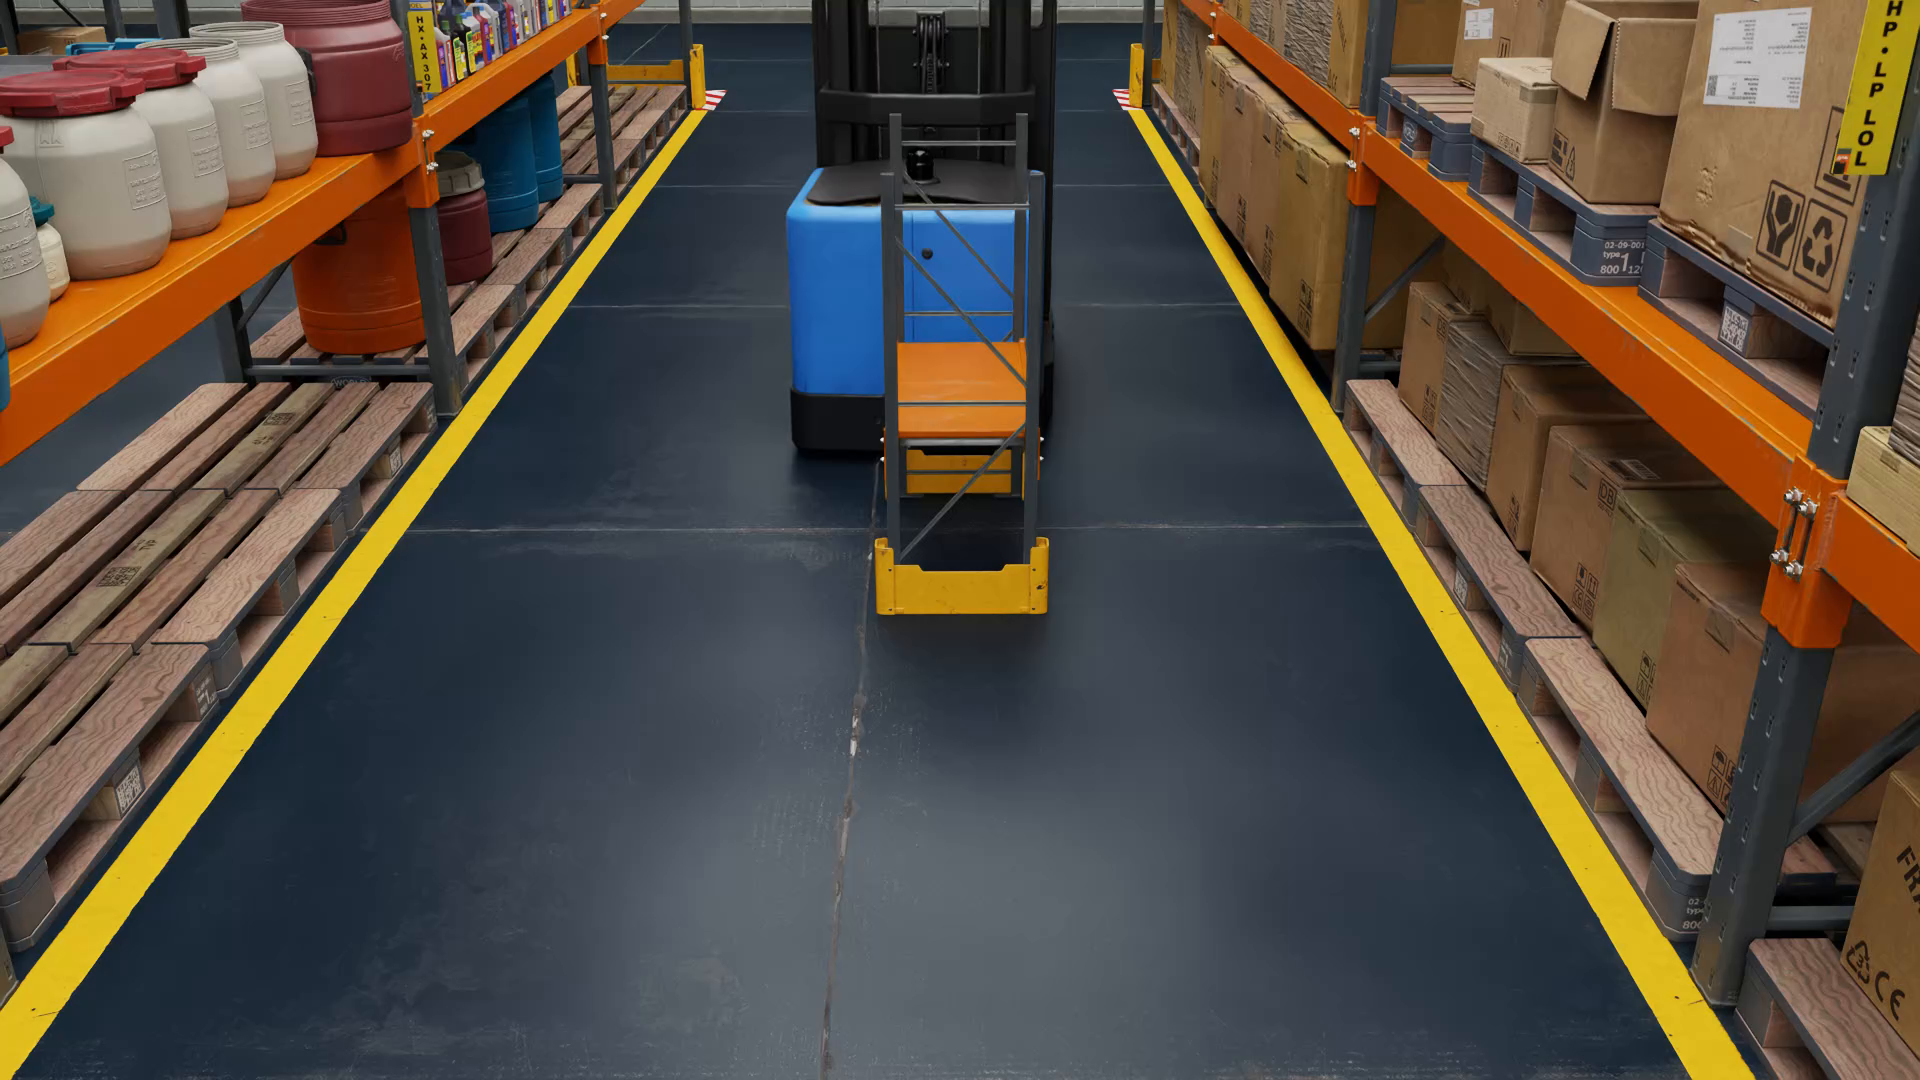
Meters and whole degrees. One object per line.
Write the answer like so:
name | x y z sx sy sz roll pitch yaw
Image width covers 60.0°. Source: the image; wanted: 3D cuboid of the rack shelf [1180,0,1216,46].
rack shelf | 2.127 -4.102 12.552 1.077 0.370 4.000 0 24 -1

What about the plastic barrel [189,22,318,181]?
plastic barrel | -2.536 -1.563 5.930 0.421 0.512 0.421 0 24 0

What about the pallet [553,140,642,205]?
pallet | -2.851 -2.615 11.776 1.003 0.211 1.213 0 24 -1

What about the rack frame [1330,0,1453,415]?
rack frame | 2.192 -1.957 6.937 1.000 3.000 0.127 0 24 -1

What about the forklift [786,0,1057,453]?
forklift | -0.098 -2.258 7.686 1.130 2.935 3.031 1 24 3

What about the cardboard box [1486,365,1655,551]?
cardboard box | 2.251 -0.280 5.729 0.700 0.500 0.500 2 24 4

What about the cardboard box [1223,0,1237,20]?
cardboard box | 1.903 -3.460 10.139 0.500 0.500 0.500 0 24 0

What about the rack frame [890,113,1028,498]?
rack frame | -0.005 -0.858 6.326 0.500 1.500 0.032 0 24 -1

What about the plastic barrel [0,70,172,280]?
plastic barrel | -2.516 -1.046 4.758 0.433 0.535 0.433 0 24 0

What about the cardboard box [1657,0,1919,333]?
cardboard box | 2.367 -1.101 3.808 1.000 1.000 1.000 0 24 0

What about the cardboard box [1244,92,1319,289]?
cardboard box | 2.203 -1.832 8.729 1.225 0.875 0.875 0 24 0

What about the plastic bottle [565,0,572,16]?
plastic bottle | -2.477 -3.365 10.202 0.152 0.276 0.135 0 24 -1

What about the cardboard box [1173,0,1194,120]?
cardboard box | 2.202 -3.838 13.166 0.875 0.875 0.875 0 24 -1

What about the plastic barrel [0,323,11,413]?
plastic barrel | -2.418 -0.675 3.495 0.600 0.901 0.708 0 24 -1

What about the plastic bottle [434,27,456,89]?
plastic bottle | -2.447 -2.249 7.732 0.152 0.276 0.135 0 24 -1

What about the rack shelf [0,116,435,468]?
rack shelf | -2.739 -0.783 5.214 1.077 0.370 4.000 0 24 -1

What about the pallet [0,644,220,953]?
pallet | -2.764 0.661 4.533 1.003 0.211 1.213 0 24 -1

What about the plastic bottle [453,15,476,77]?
plastic bottle | -2.405 -2.402 8.064 0.061 0.283 0.133 0 24 -1

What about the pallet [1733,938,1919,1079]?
pallet | 2.278 1.238 3.256 1.003 0.211 1.213 0 24 -1

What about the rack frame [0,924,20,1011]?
rack frame | -2.717 -0.286 3.243 1.000 3.000 0.127 0 24 -1

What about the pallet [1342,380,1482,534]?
pallet | 2.199 -0.364 6.800 1.003 0.211 1.213 0 24 -1

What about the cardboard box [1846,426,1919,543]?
cardboard box | 1.937 -0.104 3.145 0.380 0.149 0.250 0 24 -1

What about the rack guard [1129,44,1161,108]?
rack guard | 2.105 -4.124 14.763 1.175 0.500 0.348 0 24 -1

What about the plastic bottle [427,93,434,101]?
plastic bottle | -2.416 -2.104 7.418 0.097 0.271 0.097 0 24 0

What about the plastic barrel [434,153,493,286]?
plastic barrel | -2.795 -1.694 8.773 0.600 0.588 0.708 0 24 -1

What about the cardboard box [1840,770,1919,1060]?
cardboard box | 2.200 0.804 3.356 0.500 0.500 0.500 -1 24 -2

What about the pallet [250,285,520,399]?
pallet | -2.811 -0.989 8.180 1.003 0.211 1.213 0 24 -1

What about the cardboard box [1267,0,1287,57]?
cardboard box | 1.926 -2.834 8.754 0.500 0.500 0.500 0 24 0

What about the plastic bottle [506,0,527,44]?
plastic bottle | -2.463 -2.856 9.076 0.152 0.276 0.135 0 24 -1

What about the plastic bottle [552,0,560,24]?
plastic bottle | -2.473 -3.215 9.869 0.152 0.276 0.135 0 24 -1

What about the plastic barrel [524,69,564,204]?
plastic barrel | -2.815 -2.594 10.382 0.600 0.901 0.708 0 24 -1

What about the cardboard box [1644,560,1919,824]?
cardboard box | 2.251 0.377 4.277 0.700 0.500 0.500 -2 24 -5

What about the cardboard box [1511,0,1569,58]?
cardboard box | 2.344 -1.742 5.831 0.700 0.500 0.500 3 25 7

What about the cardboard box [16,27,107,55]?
cardboard box | -7.549 -4.049 14.062 0.500 0.500 0.500 0 24 -1

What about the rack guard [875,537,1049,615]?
rack guard | 0.006 0.123 5.675 0.587 0.250 0.087 0 24 -1

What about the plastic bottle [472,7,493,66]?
plastic bottle | -2.409 -2.538 8.362 0.061 0.283 0.133 0 24 -1

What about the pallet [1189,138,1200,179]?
pallet | 2.218 -2.648 11.850 1.003 0.211 1.213 0 24 -1

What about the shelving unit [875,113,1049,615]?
shelving unit | 0.001 -0.652 5.871 0.587 1.500 1.083 0 24 -1

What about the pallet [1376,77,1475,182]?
pallet | 2.306 -1.576 6.328 1.213 0.211 1.003 0 24 -1

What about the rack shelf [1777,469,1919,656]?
rack shelf | 2.258 0.843 1.619 1.077 0.370 4.000 0 24 -1

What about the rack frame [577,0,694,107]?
rack frame | -2.848 -5.231 14.176 1.000 3.000 0.127 0 24 -1

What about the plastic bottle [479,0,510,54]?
plastic bottle | -2.455 -2.729 8.704 0.144 0.351 0.185 0 24 -1

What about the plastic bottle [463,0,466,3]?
plastic bottle | -3.124 -3.397 10.181 0.144 0.351 0.185 0 24 -1

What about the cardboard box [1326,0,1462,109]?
cardboard box | 1.939 -2.205 7.363 0.500 0.500 0.500 0 24 1

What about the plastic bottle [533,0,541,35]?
plastic bottle | -2.467 -3.007 9.409 0.152 0.276 0.135 0 24 -1
